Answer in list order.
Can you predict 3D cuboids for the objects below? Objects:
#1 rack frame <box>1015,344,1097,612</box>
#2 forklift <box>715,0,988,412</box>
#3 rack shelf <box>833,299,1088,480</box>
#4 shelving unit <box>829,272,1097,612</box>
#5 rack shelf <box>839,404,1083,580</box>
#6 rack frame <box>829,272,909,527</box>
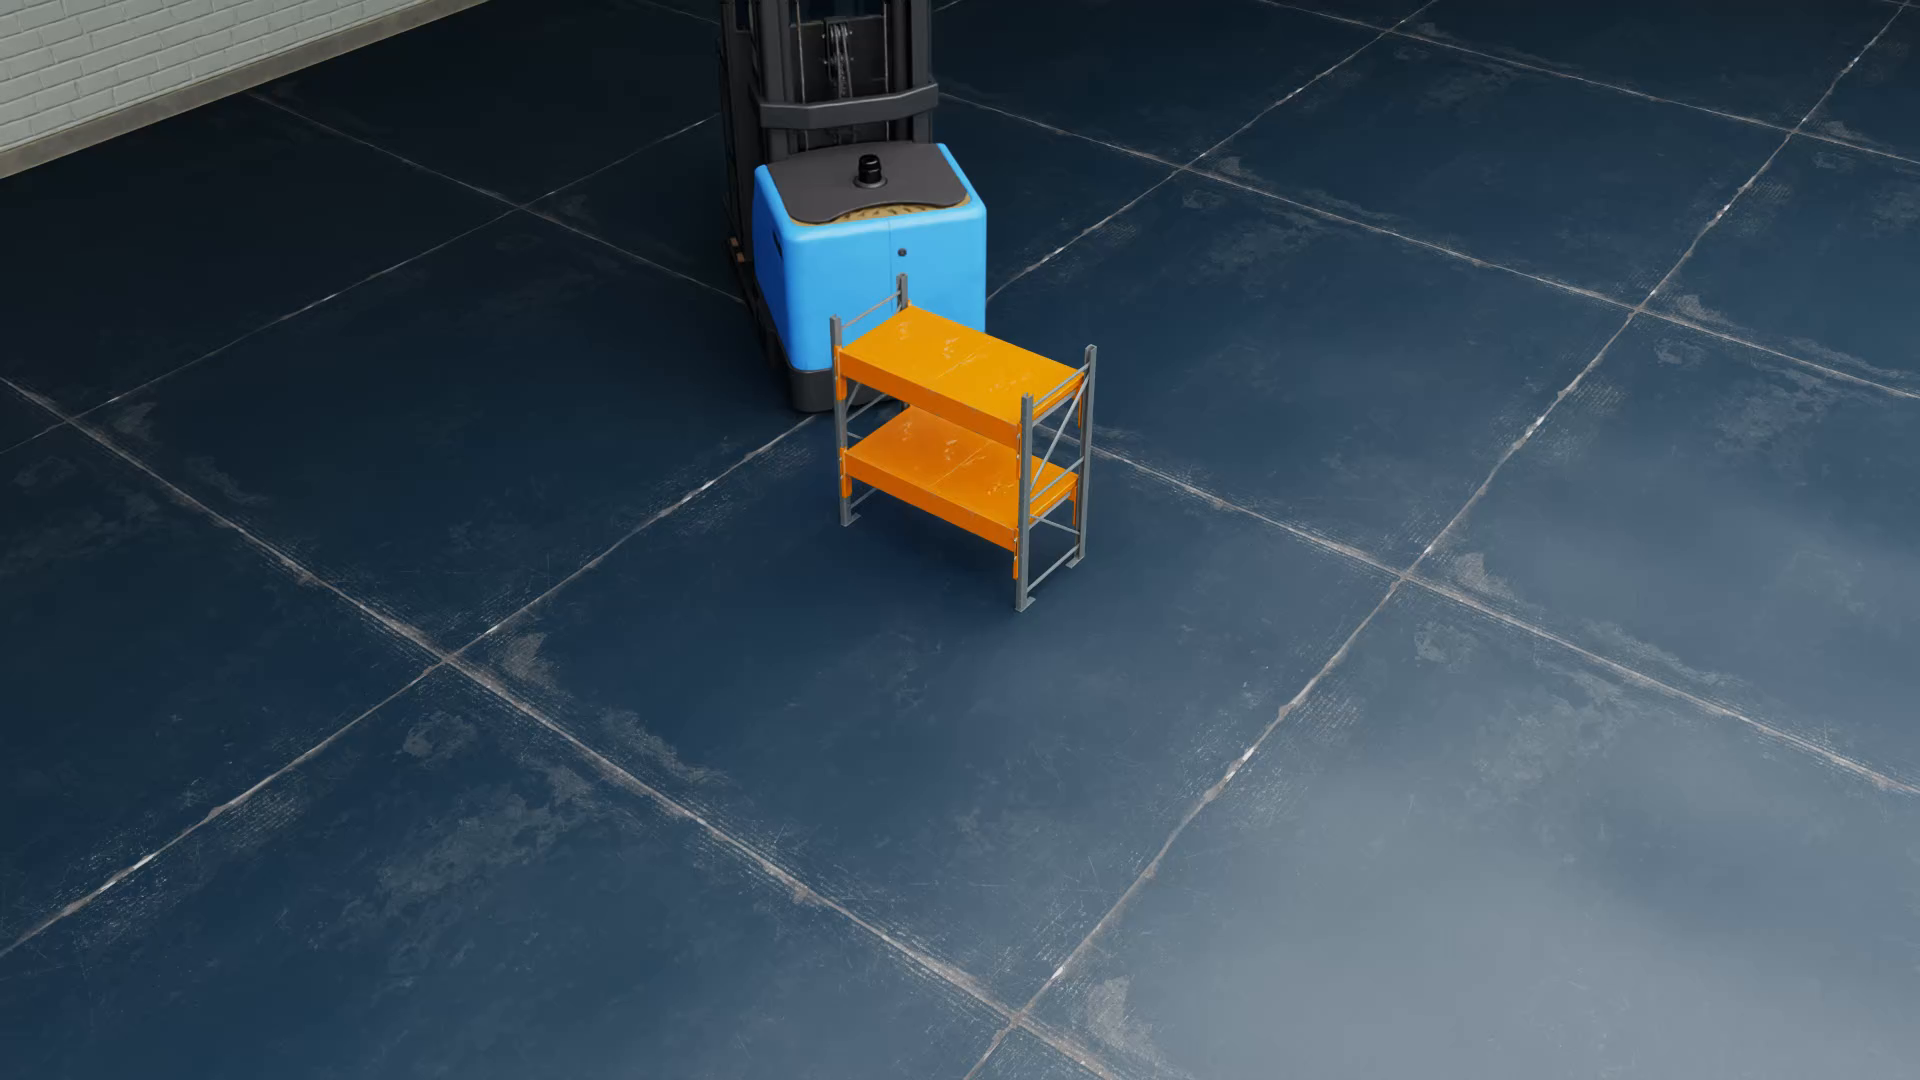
[{"bbox_3d":[0.409,-0.250,7.157,0.032,1.125,0.500,25,45,29],"label":"rack frame"},{"bbox_3d":[-0.754,-2.718,8.844,1.130,2.935,3.031,-10,39,-13],"label":"forklift"},{"bbox_3d":[0.005,-0.671,7.220,1.000,0.278,0.538,25,45,29],"label":"rack shelf"},{"bbox_3d":[0.005,-0.440,7.400,1.048,1.125,0.538,25,45,29],"label":"shelving unit"},{"bbox_3d":[0.005,-0.248,7.551,1.000,0.278,0.538,25,45,29],"label":"rack shelf"},{"bbox_3d":[-0.398,-0.631,7.643,0.032,1.125,0.500,25,45,29],"label":"rack frame"}]
